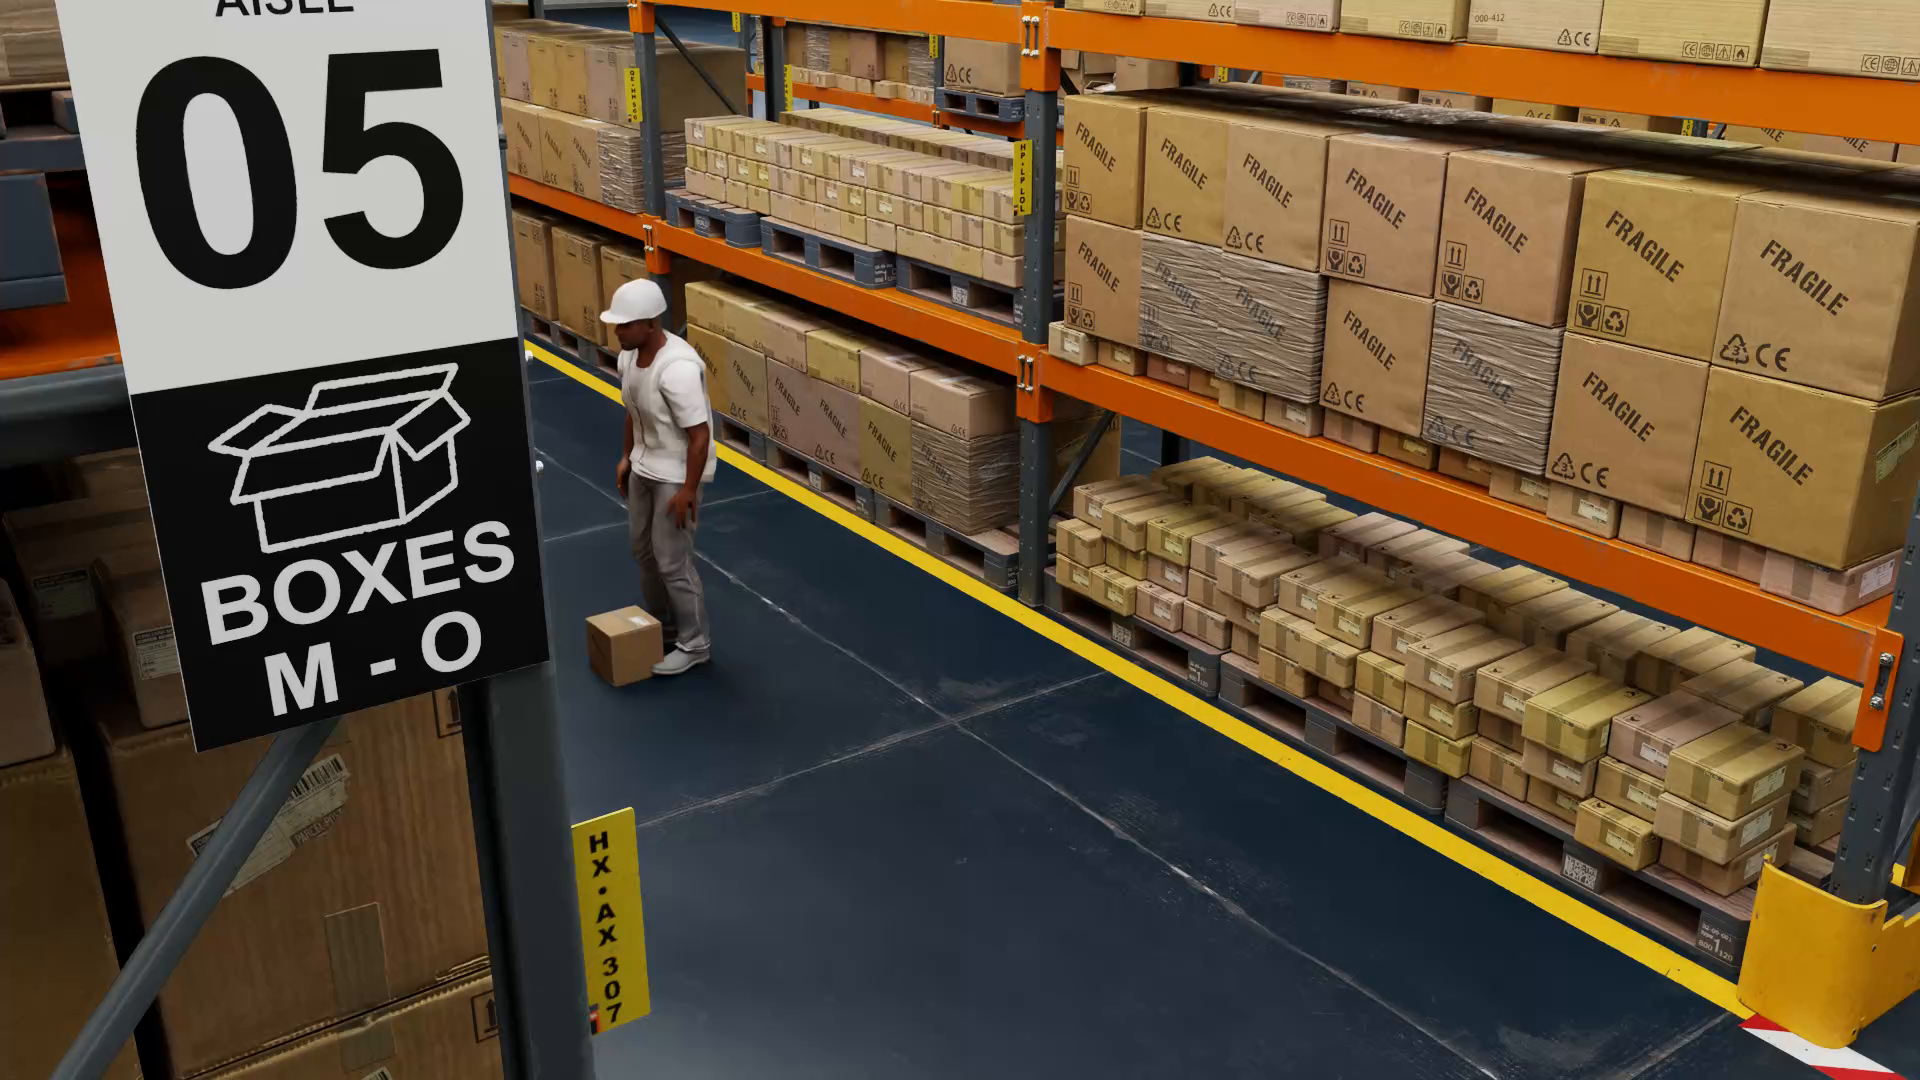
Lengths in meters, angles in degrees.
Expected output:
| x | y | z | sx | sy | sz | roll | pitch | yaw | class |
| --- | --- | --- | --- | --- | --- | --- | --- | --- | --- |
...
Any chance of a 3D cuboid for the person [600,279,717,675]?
| x | y | z | sx | sy | sz | roll | pitch | yaw | class |
| --- | --- | --- | --- | --- | --- | --- | --- | --- | --- |
| -1.311 | -0.282 | 7.285 | 0.456 | 1.760 | 0.613 | -16 | 26 | -35 | person |
